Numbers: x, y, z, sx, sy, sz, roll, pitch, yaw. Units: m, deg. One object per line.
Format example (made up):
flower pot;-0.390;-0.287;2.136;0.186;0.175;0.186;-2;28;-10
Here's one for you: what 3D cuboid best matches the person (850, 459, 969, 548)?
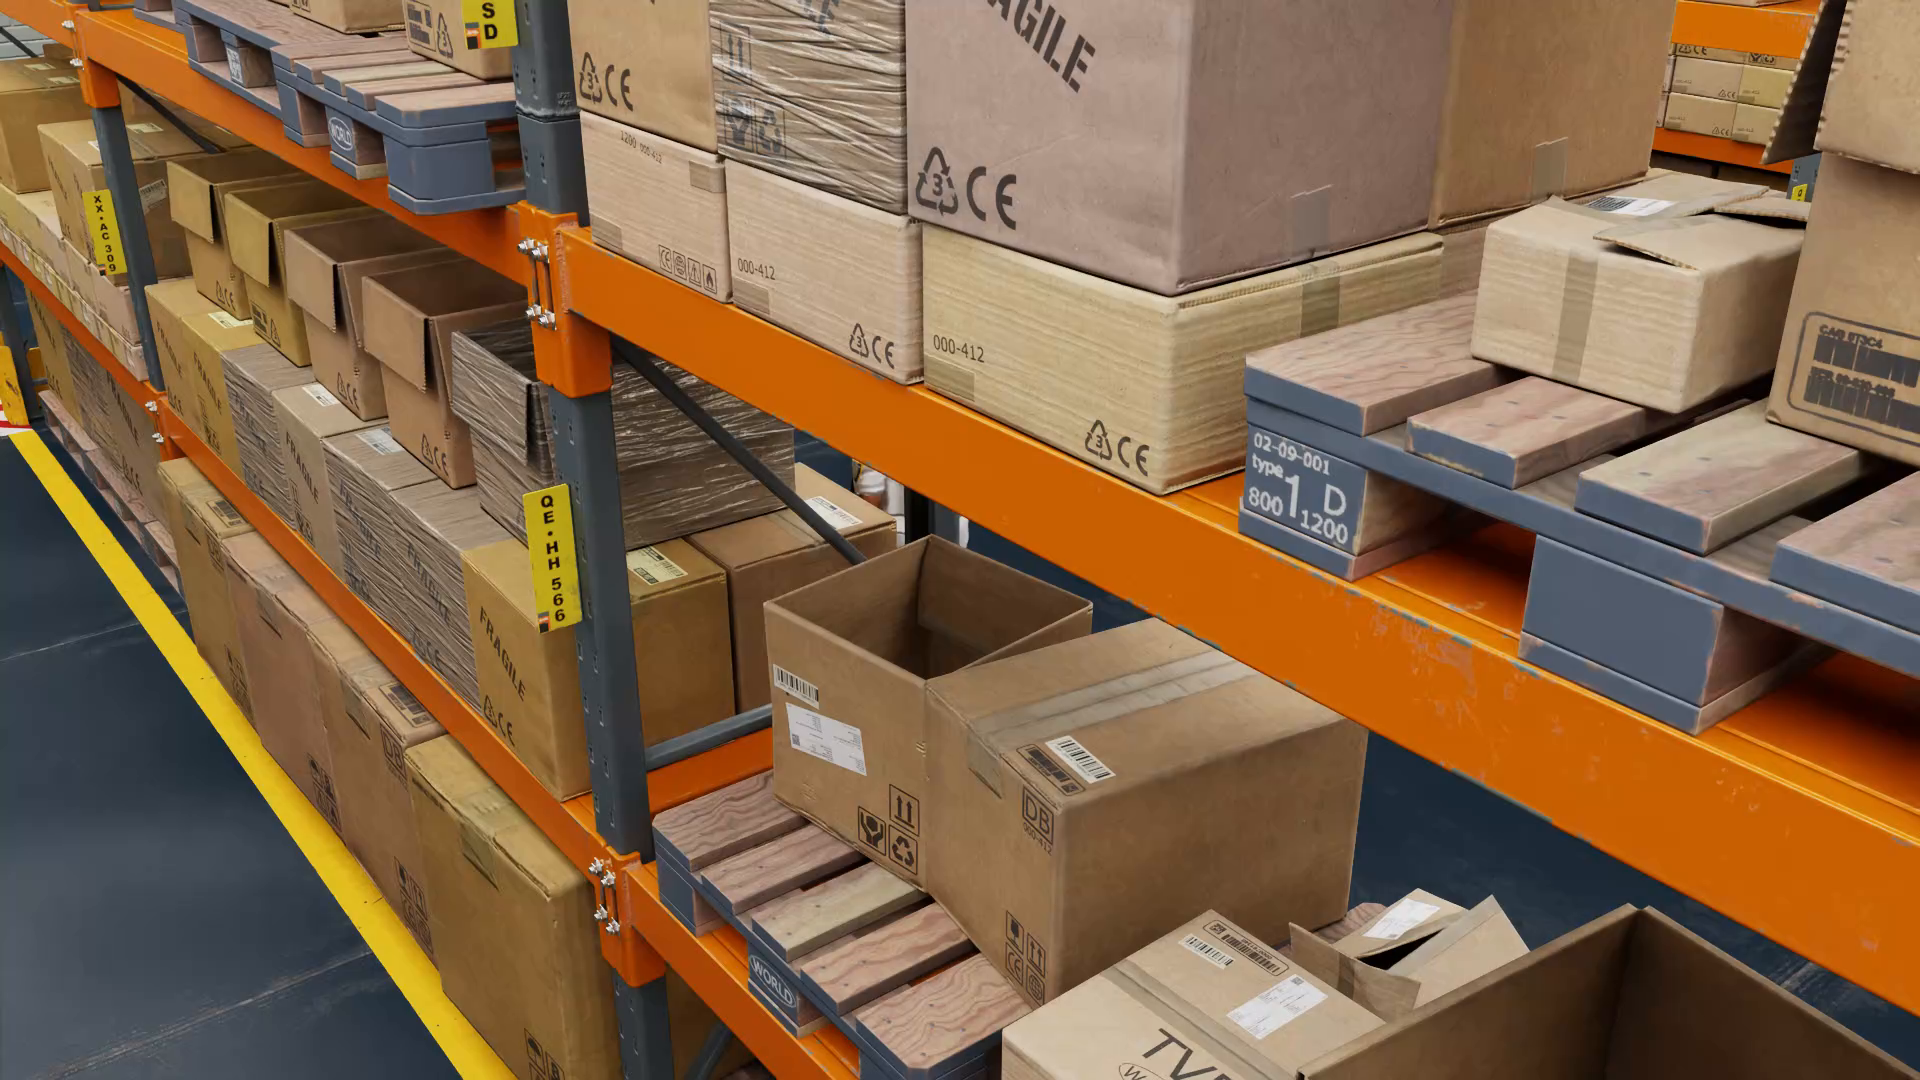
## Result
person;-0.211;0.016;6.562;0.562;1.667;0.465;-20;31;-36
